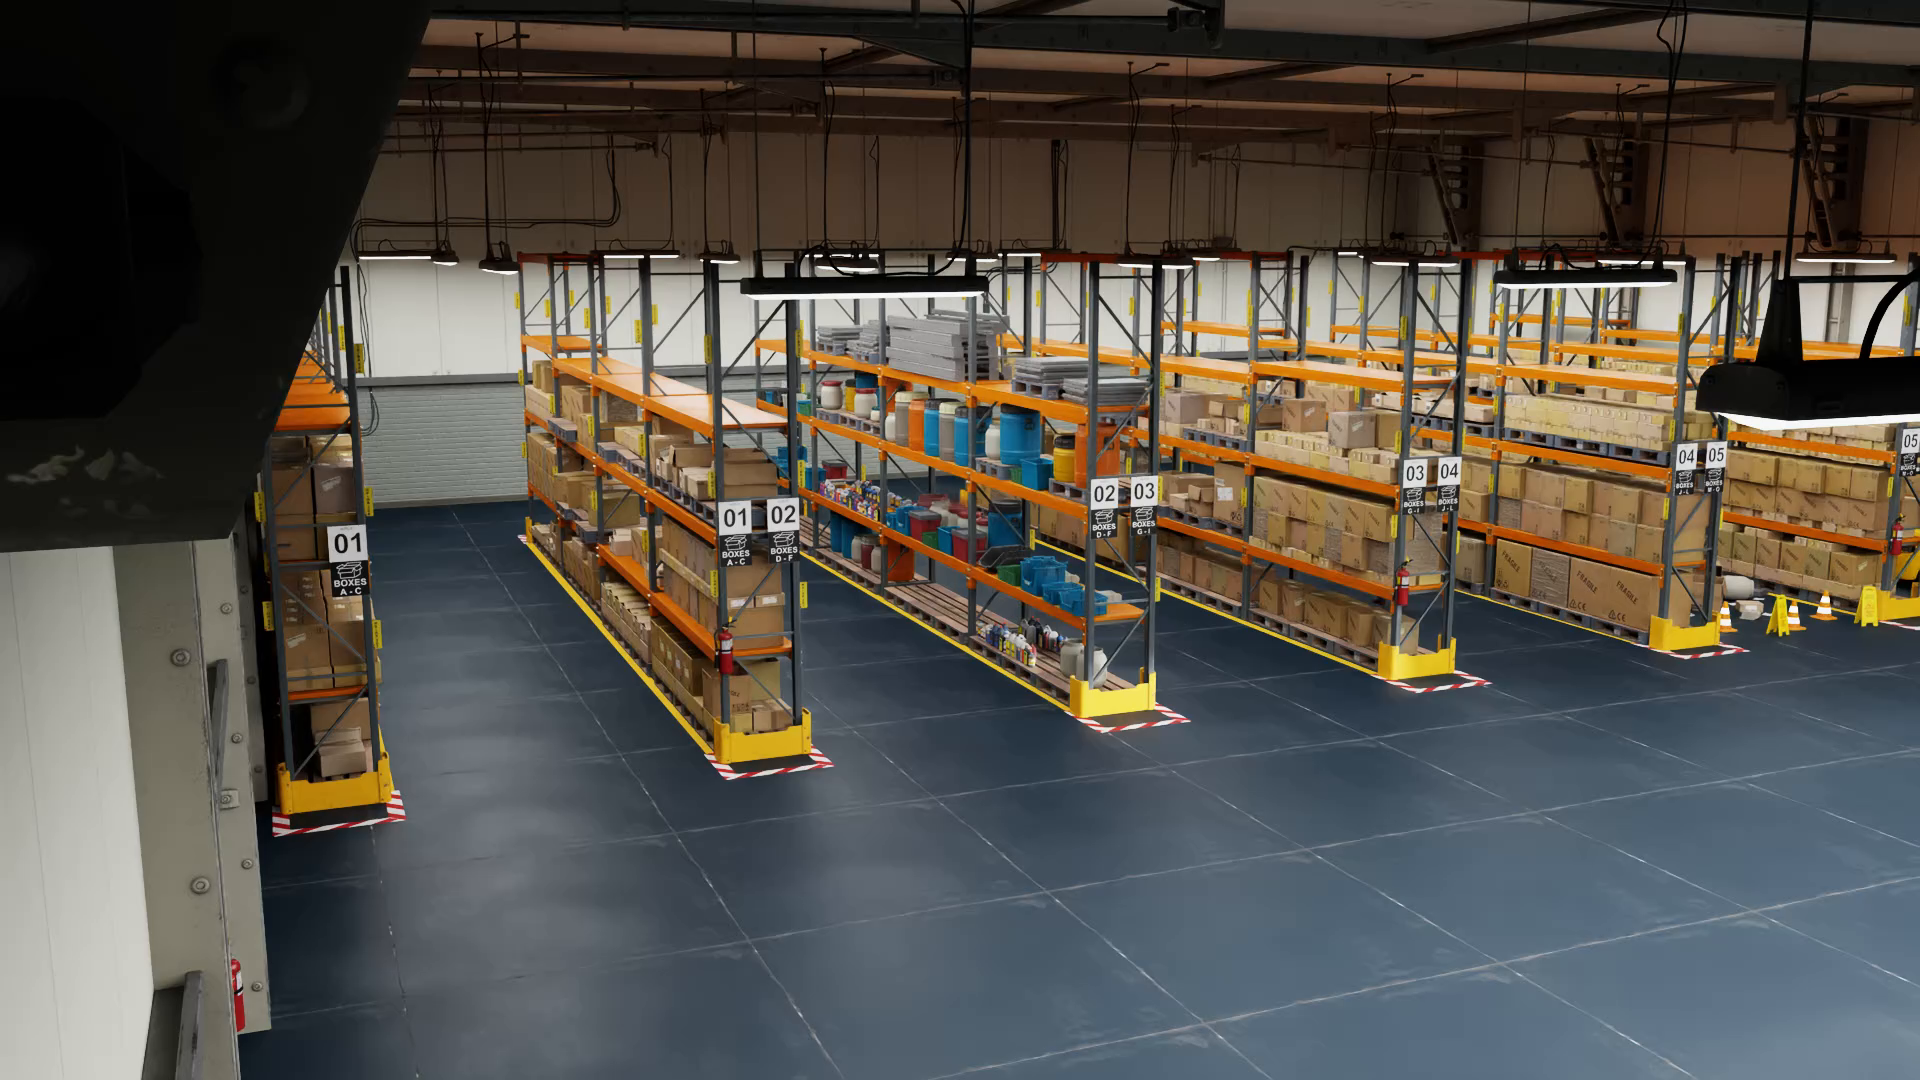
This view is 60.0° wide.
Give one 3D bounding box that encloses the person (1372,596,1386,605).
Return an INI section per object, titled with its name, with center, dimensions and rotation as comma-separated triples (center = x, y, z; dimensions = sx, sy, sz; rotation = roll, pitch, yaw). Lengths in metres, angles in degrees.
[person]
center = 7.398, 0.319, 28.764
dimensions = 0.537, 1.645, 0.522
rotation = -4, 11, -20
